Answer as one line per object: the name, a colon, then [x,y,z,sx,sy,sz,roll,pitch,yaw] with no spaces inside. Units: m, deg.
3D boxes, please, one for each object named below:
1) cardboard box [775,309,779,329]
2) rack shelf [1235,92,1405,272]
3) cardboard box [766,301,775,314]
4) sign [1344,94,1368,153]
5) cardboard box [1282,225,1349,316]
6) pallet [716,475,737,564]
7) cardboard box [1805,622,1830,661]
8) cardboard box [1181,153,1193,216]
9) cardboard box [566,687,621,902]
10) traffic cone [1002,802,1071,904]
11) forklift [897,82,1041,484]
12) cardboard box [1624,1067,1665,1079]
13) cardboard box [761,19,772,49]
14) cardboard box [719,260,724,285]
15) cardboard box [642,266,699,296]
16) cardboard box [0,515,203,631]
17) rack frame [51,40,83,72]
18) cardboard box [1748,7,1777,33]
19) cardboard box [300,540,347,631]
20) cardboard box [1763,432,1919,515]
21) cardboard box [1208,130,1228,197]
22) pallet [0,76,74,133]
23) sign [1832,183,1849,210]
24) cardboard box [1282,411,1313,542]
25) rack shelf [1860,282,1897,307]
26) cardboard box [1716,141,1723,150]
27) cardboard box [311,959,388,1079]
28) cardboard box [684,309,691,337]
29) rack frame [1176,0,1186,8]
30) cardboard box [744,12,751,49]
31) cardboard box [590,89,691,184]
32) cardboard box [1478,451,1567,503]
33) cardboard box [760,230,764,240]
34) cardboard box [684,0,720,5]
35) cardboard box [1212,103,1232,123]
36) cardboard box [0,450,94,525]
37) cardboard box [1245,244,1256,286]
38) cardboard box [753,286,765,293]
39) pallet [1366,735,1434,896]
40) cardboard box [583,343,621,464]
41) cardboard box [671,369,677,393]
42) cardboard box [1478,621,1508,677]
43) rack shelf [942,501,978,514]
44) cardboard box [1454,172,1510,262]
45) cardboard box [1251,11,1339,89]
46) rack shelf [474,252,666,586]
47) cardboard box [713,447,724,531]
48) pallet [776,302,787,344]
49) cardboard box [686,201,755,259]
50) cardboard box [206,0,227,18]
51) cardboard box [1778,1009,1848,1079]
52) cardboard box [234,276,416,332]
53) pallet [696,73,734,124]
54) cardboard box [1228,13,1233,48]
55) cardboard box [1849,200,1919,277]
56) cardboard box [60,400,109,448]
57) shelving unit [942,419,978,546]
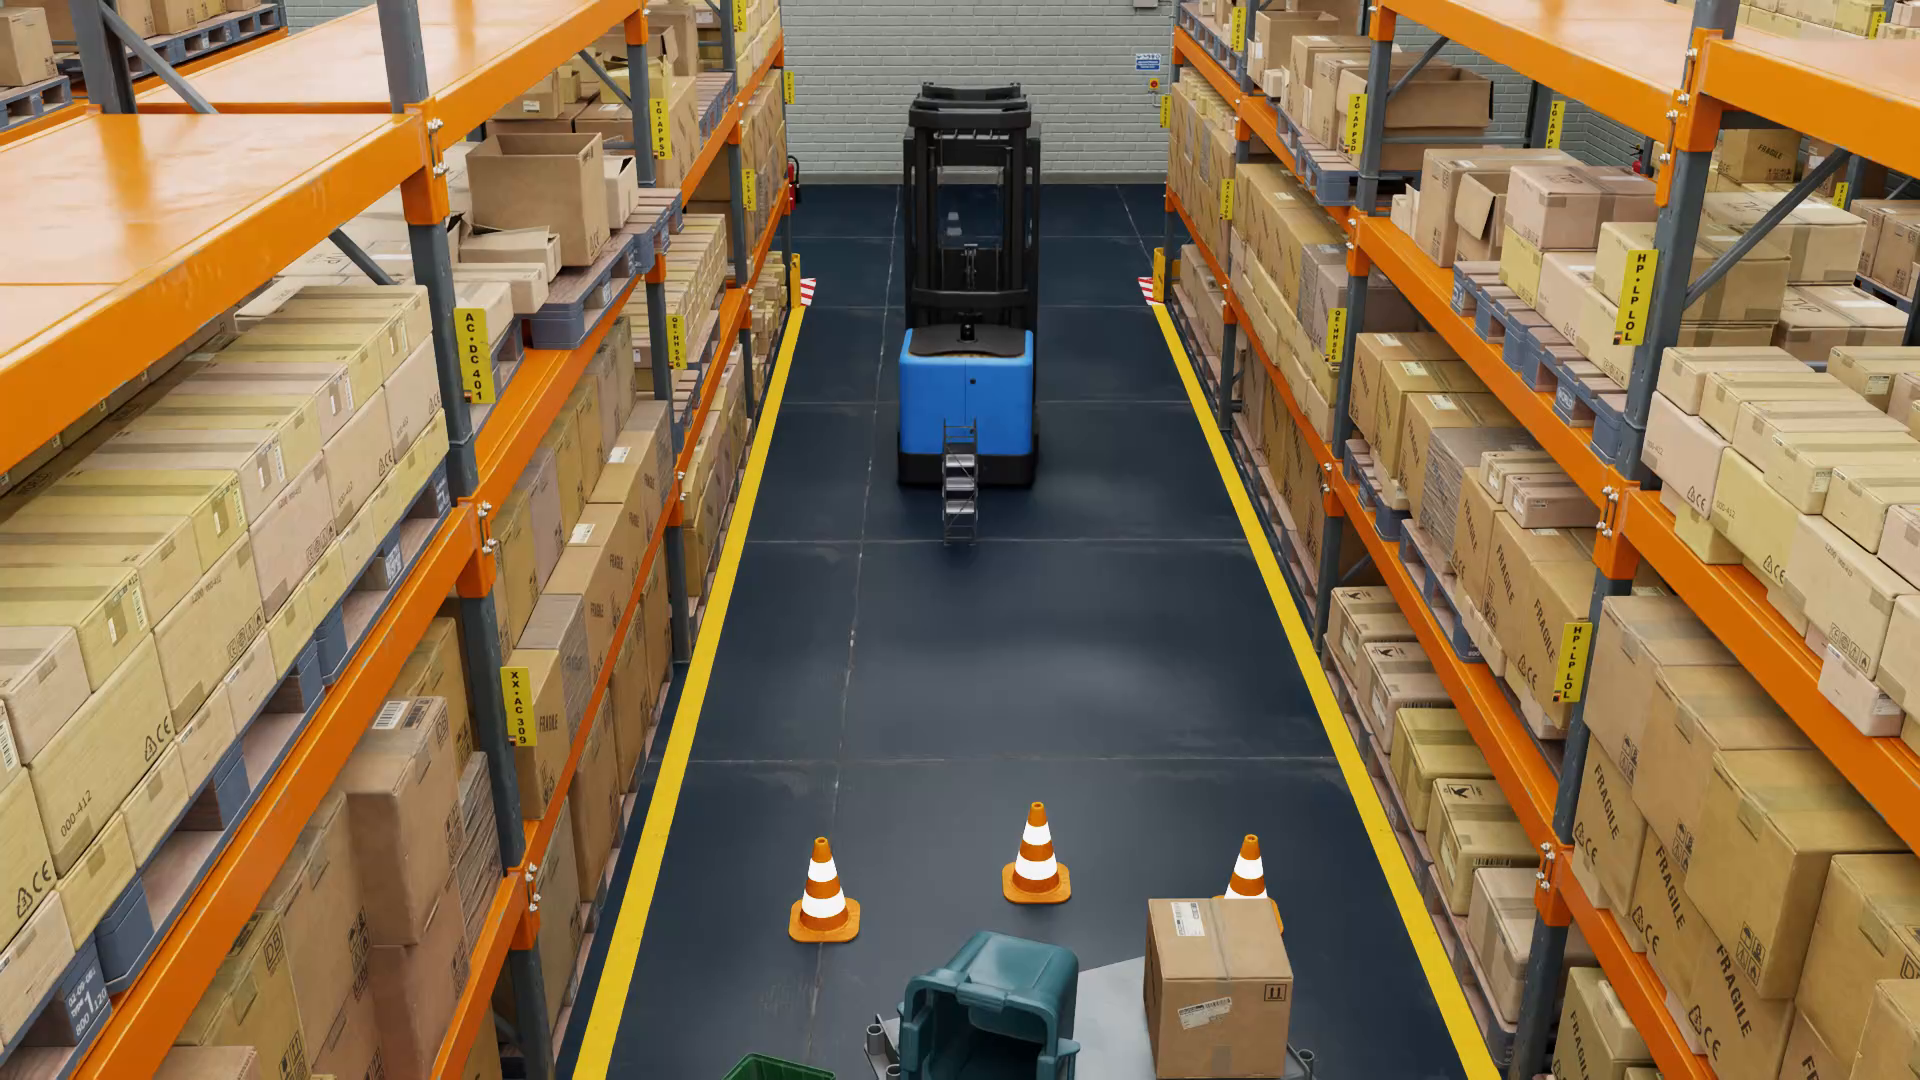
cardboard box: [-1.964,-2.162,16.225,0.380,0.149,0.250,-1,24,-3]
rack shelf: [2.733,-2.538,11.337,1.077,0.370,4.000,0,24,-1]
cardboard box: [-1.979,-2.186,15.915,0.380,0.149,0.250,1,24,2]
sign: [2.200,-2.314,9.246,0.100,0.325,0.005,0,24,-1]
cardboard box: [2.475,-1.804,11.147,0.500,0.500,0.500,0,24,-1]
pallet: [-2.211,-0.164,12.239,1.003,0.211,1.213,0,24,-1]
cardboard box: [2.572,0.274,4.552,0.380,0.149,0.250,-1,24,-2]
cardboard box: [2.407,-3.400,15.889,0.500,0.500,0.500,0,24,-1]
cardboard box: [-2.253,1.218,8.020,1.050,0.750,0.750,0,24,-1]
traffic cone: [0.382,1.510,8.234,0.336,0.463,0.334,0,24,-1]
forklift: [0.105,-2.332,13.733,1.130,2.935,3.031,1,24,2]
cardboard box: [2.553,2.158,5.638,0.500,0.500,0.500,1,24,2]
cardboard box: [-2.006,-4.605,15.217,0.500,0.250,0.500,1,24,2]
cardboard box: [-2.031,-2.066,12.857,0.380,0.149,0.250,0,24,0]
cardboard box: [-2.020,-1.794,11.534,0.380,0.149,0.250,-1,24,-1]
cardboard box: [-1.807,0.065,3.416,0.380,0.149,0.250,0,24,0]
rack frame: [-7.198,-5.012,12.295,1.000,3.000,0.127,0,24,-1]
cardboard box: [7.411,-4.611,14.871,0.500,0.250,0.500,-1,24,-1]
cardboard box: [-1.815,0.115,4.272,0.380,0.149,0.250,0,24,0]
cardboard box: [2.478,-0.186,4.603,0.380,0.149,0.250,0,24,-1]
cardboard box: [2.433,-3.226,14.292,0.500,0.500,0.500,-1,24,-1]
pallet: [-7.139,-3.180,12.117,0.805,0.209,1.217,-1,24,-3]
sign: [7.132,-2.736,13.491,0.100,0.325,0.005,0,24,-1]
cardboard box: [2.825,-0.550,11.779,0.875,0.875,0.875,0,24,0]
rack shelf: [7.697,-1.195,12.008,1.077,0.370,4.000,0,24,-1]
cardboard box: [7.902,-3.874,16.880,0.500,0.250,0.500,0,24,1]
cardboard box: [-2.217,1.571,4.838,0.875,0.550,0.550,0,24,-1]
cardboard box: [-2.014,-1.452,11.137,0.380,0.149,0.250,0,24,0]
rack frame: [2.668,-6.705,16.038,1.000,3.000,0.127,0,24,-1]
cardboard box: [-2.003,-4.190,13.693,0.500,0.250,0.500,0,24,-1]
cardboard box: [-1.946,-2.466,10.183,0.500,0.500,0.500,0,24,-1]
cardboard box: [2.521,-0.280,7.334,0.380,0.149,0.250,-1,24,-3]
cardboard box: [-1.976,-2.805,15.001,0.380,0.149,0.250,1,24,2]
cardboard box: [-2.027,-4.303,13.459,0.380,0.149,0.250,-1,24,-1]
cardboard box: [2.439,-3.772,14.712,0.380,0.149,0.250,-1,24,-2]
cardboard box: [-2.411,-0.015,4.076,0.500,0.250,0.500,-1,24,-1]
cardboard box: [2.468,-2.085,12.679,0.500,0.250,0.500,0,24,0]
cardboard box: [-2.056,-2.317,15.845,0.380,0.149,0.250,-1,24,-2]
pallet: [2.773,1.419,8.739,1.003,0.211,1.213,0,24,-1]
cardboard box: [-2.192,-0.718,8.747,0.700,0.500,0.500,-1,24,-1]
cardboard box: [-1.999,-0.983,10.463,0.380,0.149,0.250,1,24,2]
cardboard box: [2.493,0.471,7.247,0.380,0.149,0.250,-1,24,-1]
rack shelf: [0.000,-0.219,12.043,0.258,0.077,0.200,0,24,-1]
cardboard box: [2.800,-1.460,7.956,0.797,0.503,0.637,0,24,-1]
cardboard box: [2.431,-3.562,12.098,0.500,0.500,0.500,-1,24,-2]
rack shelf: [-2.172,-0.826,7.552,1.077,0.370,4.000,0,24,-1]
cardboard box: [-1.965,-0.374,11.845,0.500,0.500,0.500,-1,24,-2]
pallet: [-2.306,-2.271,16.897,1.003,0.211,1.213,0,24,-1]
cardboard box: [-1.990,-2.645,13.860,0.500,0.500,0.500,-1,24,-2]
cardboard box: [-7.297,-5.129,15.442,0.700,0.500,0.500,-1,24,-2]
cardboard box: [2.572,1.597,4.480,0.500,0.500,0.500,0,24,0]
cardboard box: [-2.317,-0.788,6.147,0.500,0.250,0.500,0,24,0]
pallet: [-2.337,-3.285,12.345,1.213,0.211,1.003,0,24,-1]
cardboard box: [2.385,-4.127,13.511,0.396,0.266,0.258,1,24,1]
cardboard box: [7.457,-2.383,13.132,0.700,0.500,0.500,0,24,1]
cardboard box: [-2.476,-0.349,4.332,0.380,0.149,0.250,-1,24,-1]
shelving unit: [0.000,-0.413,11.955,0.258,0.900,0.210,0,24,-1]
